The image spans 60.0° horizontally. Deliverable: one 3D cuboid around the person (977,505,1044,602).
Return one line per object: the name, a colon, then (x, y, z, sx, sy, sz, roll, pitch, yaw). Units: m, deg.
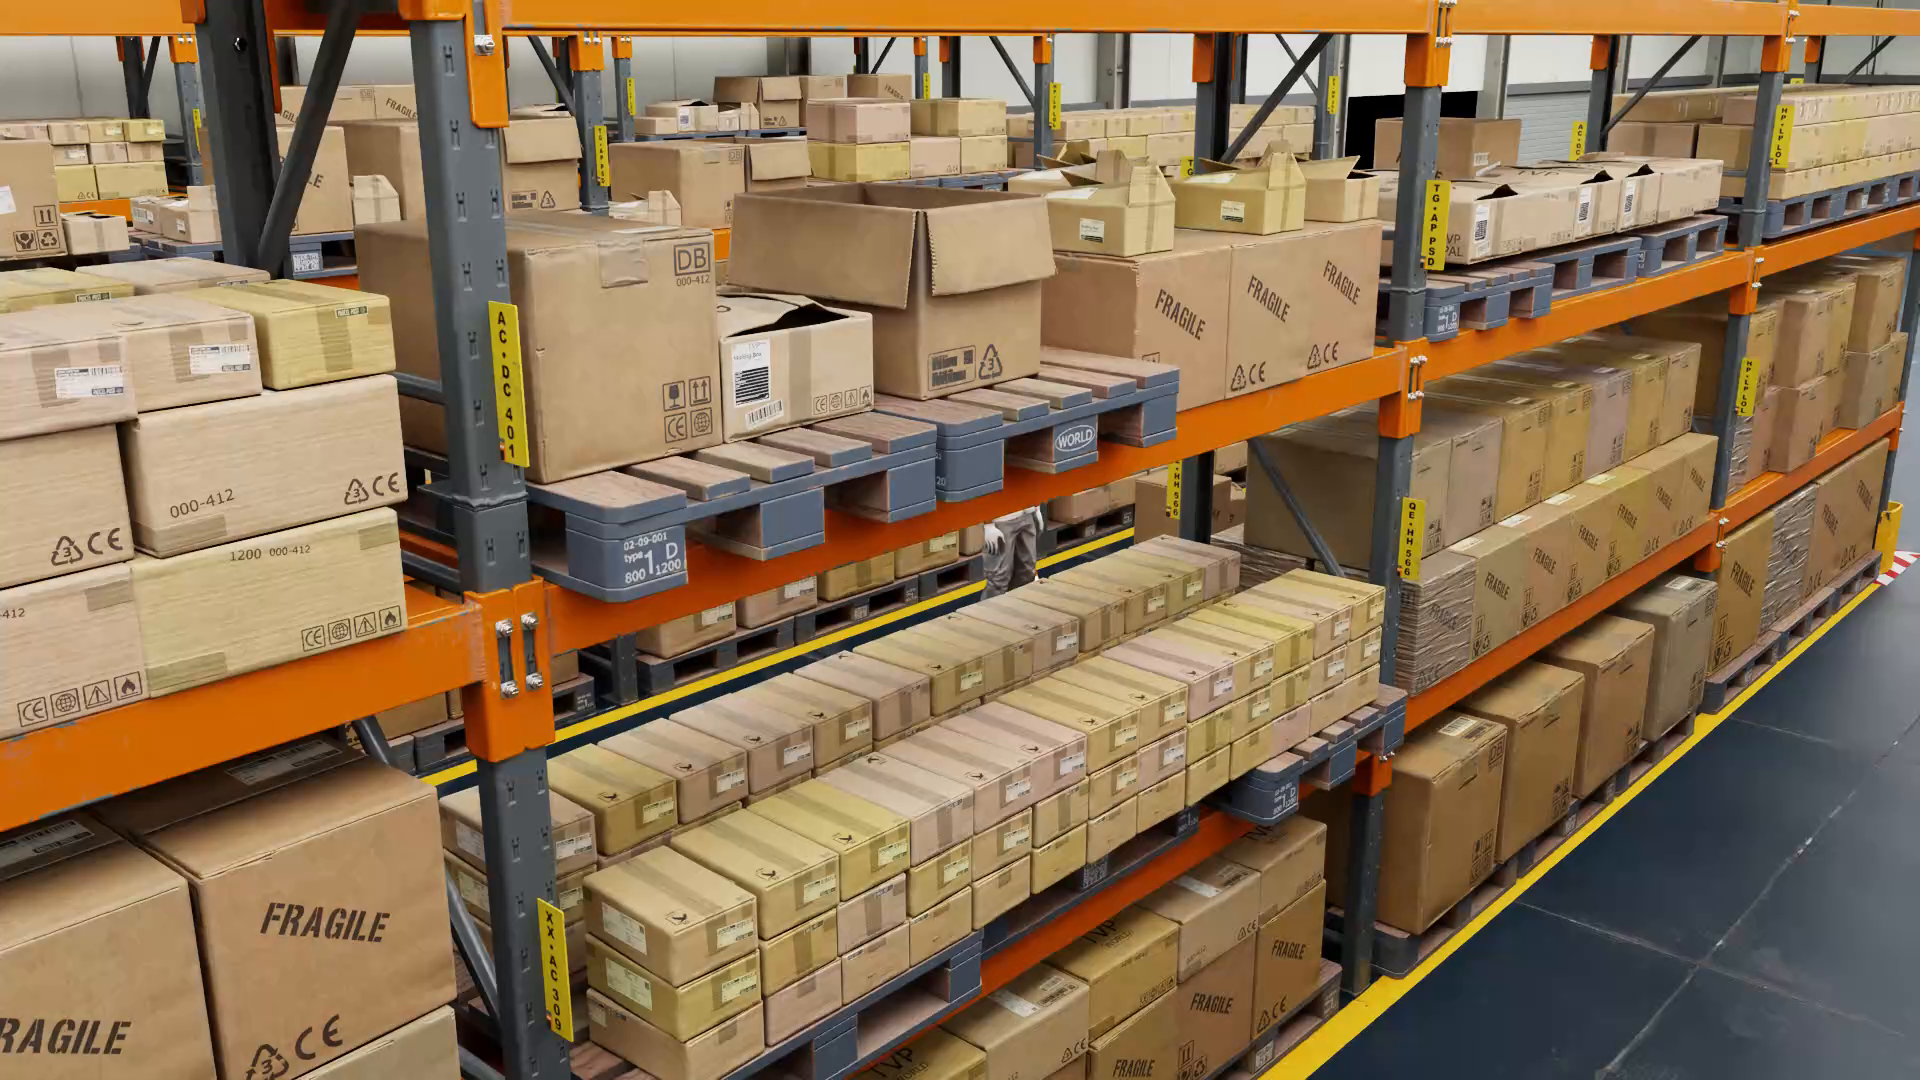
person: (0.343, -0.117, 10.911, 0.450, 1.774, 0.627, 12, 21, 35)
